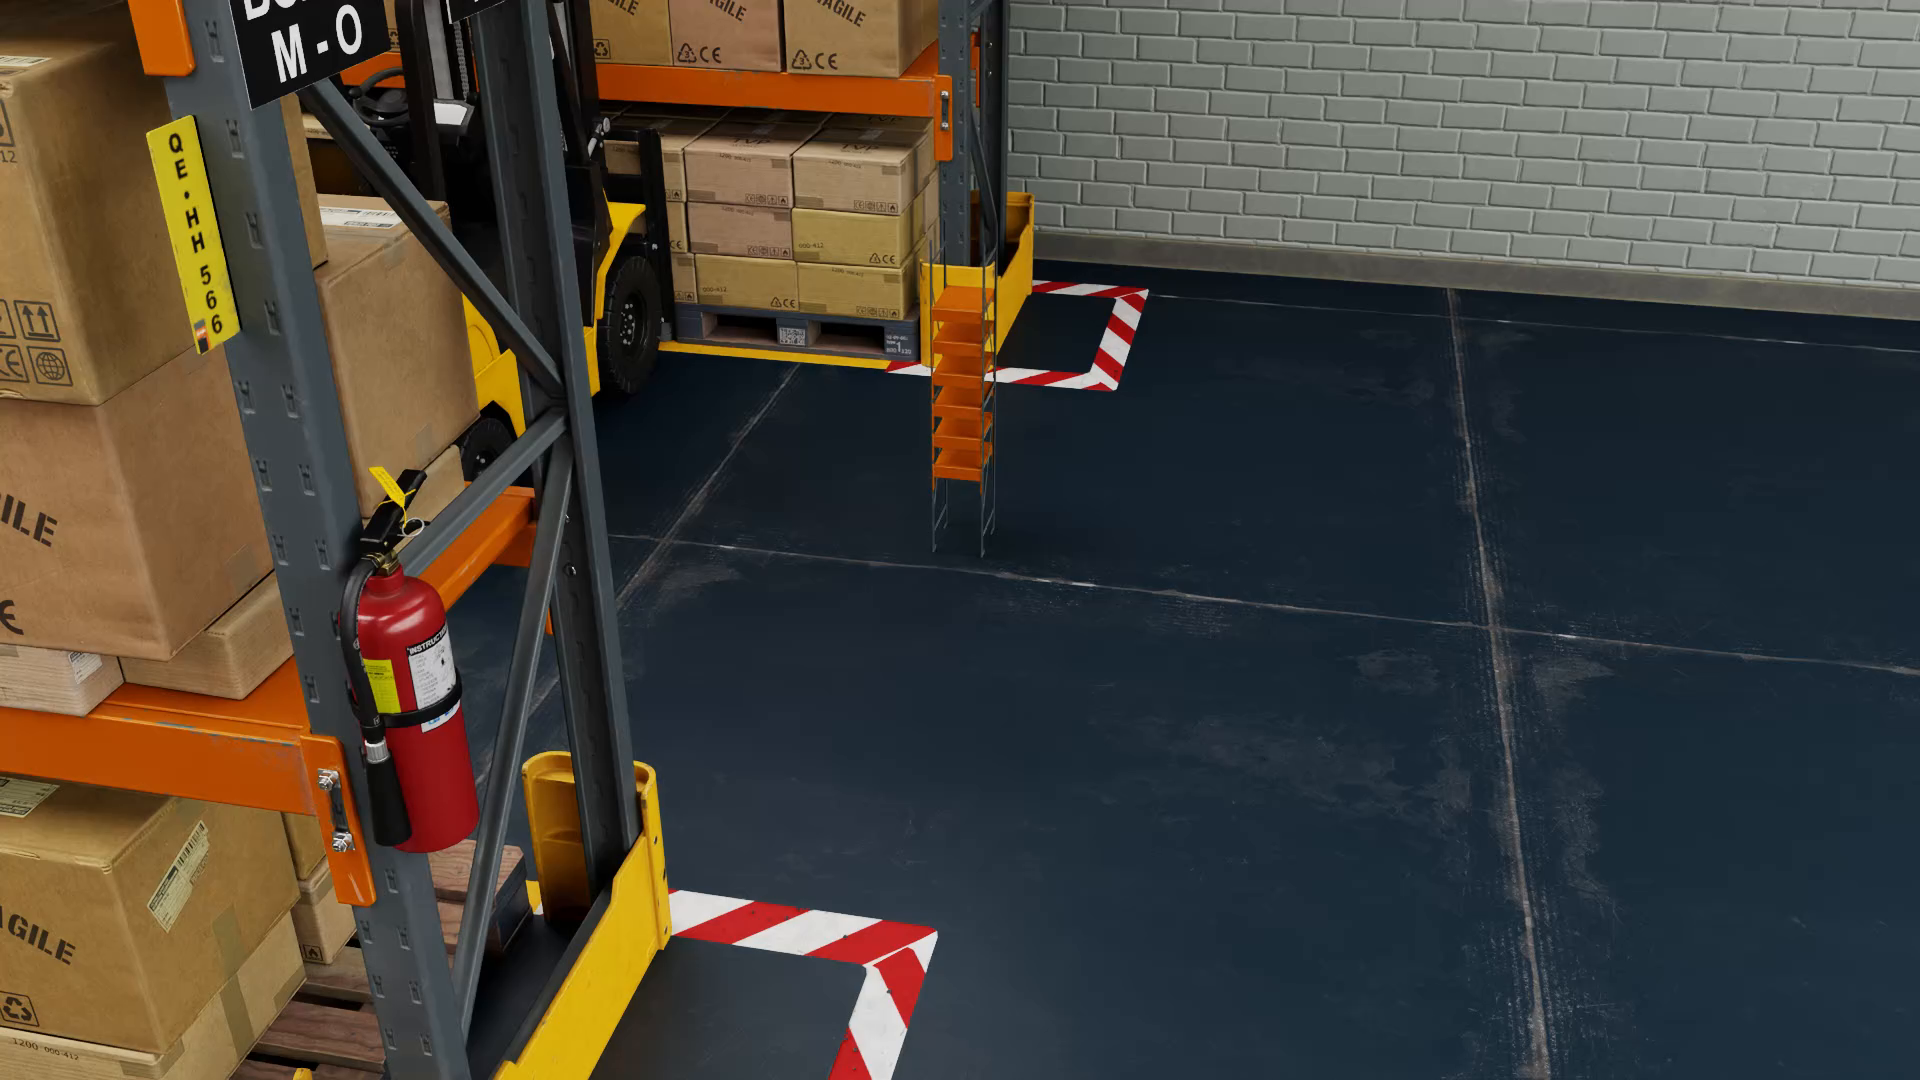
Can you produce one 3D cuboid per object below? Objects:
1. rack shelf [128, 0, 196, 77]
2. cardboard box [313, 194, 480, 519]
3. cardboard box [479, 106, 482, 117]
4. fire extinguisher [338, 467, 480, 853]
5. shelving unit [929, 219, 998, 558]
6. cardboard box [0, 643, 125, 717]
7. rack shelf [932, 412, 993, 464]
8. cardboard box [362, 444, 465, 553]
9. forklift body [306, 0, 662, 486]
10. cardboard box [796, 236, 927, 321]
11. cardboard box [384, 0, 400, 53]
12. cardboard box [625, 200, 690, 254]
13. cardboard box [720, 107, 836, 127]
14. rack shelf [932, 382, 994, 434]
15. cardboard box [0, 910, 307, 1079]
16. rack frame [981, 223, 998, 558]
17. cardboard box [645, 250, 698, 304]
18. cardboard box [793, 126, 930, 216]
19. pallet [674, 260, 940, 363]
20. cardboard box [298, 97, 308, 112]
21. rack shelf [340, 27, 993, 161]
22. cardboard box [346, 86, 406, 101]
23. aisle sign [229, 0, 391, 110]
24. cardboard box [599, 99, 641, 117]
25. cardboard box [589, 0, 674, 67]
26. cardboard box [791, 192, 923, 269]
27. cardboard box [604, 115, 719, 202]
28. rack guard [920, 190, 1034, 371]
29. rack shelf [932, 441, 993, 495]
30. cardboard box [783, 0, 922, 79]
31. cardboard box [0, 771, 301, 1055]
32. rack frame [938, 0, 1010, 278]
[{"bbox_3d":[-2.917,-1.247,3.030,4.000,0.370,1.077,6,29,11],"label":"rack shelf"},{"bbox_3d":[-1.366,-0.399,3.441,0.500,0.500,0.500,5,29,10],"label":"cardboard box"},{"bbox_3d":[-2.445,-1.900,7.981,0.500,0.250,0.500,7,29,12],"label":"cardboard box"},{"bbox_3d":[-0.945,0.215,2.814,0.183,0.674,0.296,6,29,11],"label":"fire extinguisher"},{"bbox_3d":[0.014,-0.525,5.959,0.189,1.200,0.258,6,29,11],"label":"shelving unit"},{"bbox_3d":[-1.642,0.153,3.108,0.250,0.149,0.380,6,29,10],"label":"cardboard box"},{"bbox_3d":[0.014,-0.381,6.038,0.180,0.103,0.258,6,29,11],"label":"rack shelf"},{"bbox_3d":[-1.250,-0.068,3.512,0.250,0.149,0.380,6,29,11],"label":"cardboard box"},{"bbox_3d":[-2.164,-1.339,6.456,1.214,2.155,2.313,6,29,11],"label":"forklift body"},{"bbox_3d":[-0.454,-1.255,7.845,0.500,0.250,0.500,6,29,11],"label":"cardboard box"},{"bbox_3d":[-2.452,-2.561,7.701,0.500,0.500,0.500,6,29,10],"label":"cardboard box"},{"bbox_3d":[-1.467,-1.575,7.908,0.500,0.250,0.500,5,29,9],"label":"cardboard box"},{"bbox_3d":[-0.848,-1.980,8.128,0.500,0.250,0.500,6,29,11],"label":"cardboard box"},{"bbox_3d":[0.014,-0.486,5.981,0.180,0.103,0.258,6,29,11],"label":"rack shelf"},{"bbox_3d":[-1.831,1.018,3.693,0.500,0.250,0.500,6,29,10],"label":"cardboard box"},{"bbox_3d":[0.104,-0.516,5.942,0.006,1.200,0.240,6,29,11],"label":"rack frame"},{"bbox_3d":[-1.425,-1.364,8.043,0.500,0.250,0.500,6,29,11],"label":"cardboard box"},{"bbox_3d":[-0.444,-1.695,7.606,0.500,0.250,0.500,7,29,12],"label":"cardboard box"},{"bbox_3d":[-0.685,-1.212,8.244,1.213,0.211,1.003,6,29,11],"label":"pallet"},{"bbox_3d":[-3.432,-2.000,8.165,0.500,0.250,0.500,5,29,10],"label":"cardboard box"},{"bbox_3d":[-1.884,-2.263,8.009,4.000,0.370,1.077,6,29,11],"label":"rack shelf"},{"bbox_3d":[-2.820,-2.194,8.518,0.500,0.250,0.500,5,29,10],"label":"cardboard box"},{"bbox_3d":[-0.961,-1.045,2.327,0.004,0.787,0.394,6,29,11],"label":"aisle sign"},{"bbox_3d":[-1.835,-2.090,8.329,0.500,0.250,0.500,5,29,10],"label":"cardboard box"},{"bbox_3d":[-1.471,-2.456,7.508,0.500,0.500,0.500,5,29,10],"label":"cardboard box"},{"bbox_3d":[-0.469,-1.478,7.731,0.500,0.250,0.500,5,29,10],"label":"cardboard box"},{"bbox_3d":[-1.440,-1.789,7.779,0.500,0.250,0.500,6,29,11],"label":"cardboard box"},{"bbox_3d":[0.095,-1.279,8.066,0.348,0.500,1.175,6,29,11],"label":"rack guard"},{"bbox_3d":[0.014,-0.275,6.096,0.180,0.103,0.258,6,29,11],"label":"rack shelf"},{"bbox_3d":[-0.464,-2.348,7.311,0.500,0.500,0.500,5,29,9],"label":"cardboard box"},{"bbox_3d":[-1.799,0.688,3.514,0.500,0.500,0.500,6,29,11],"label":"cardboard box"},{"bbox_3d":[0.072,-2.378,7.470,0.127,3.000,1.000,6,29,11],"label":"rack frame"}]
